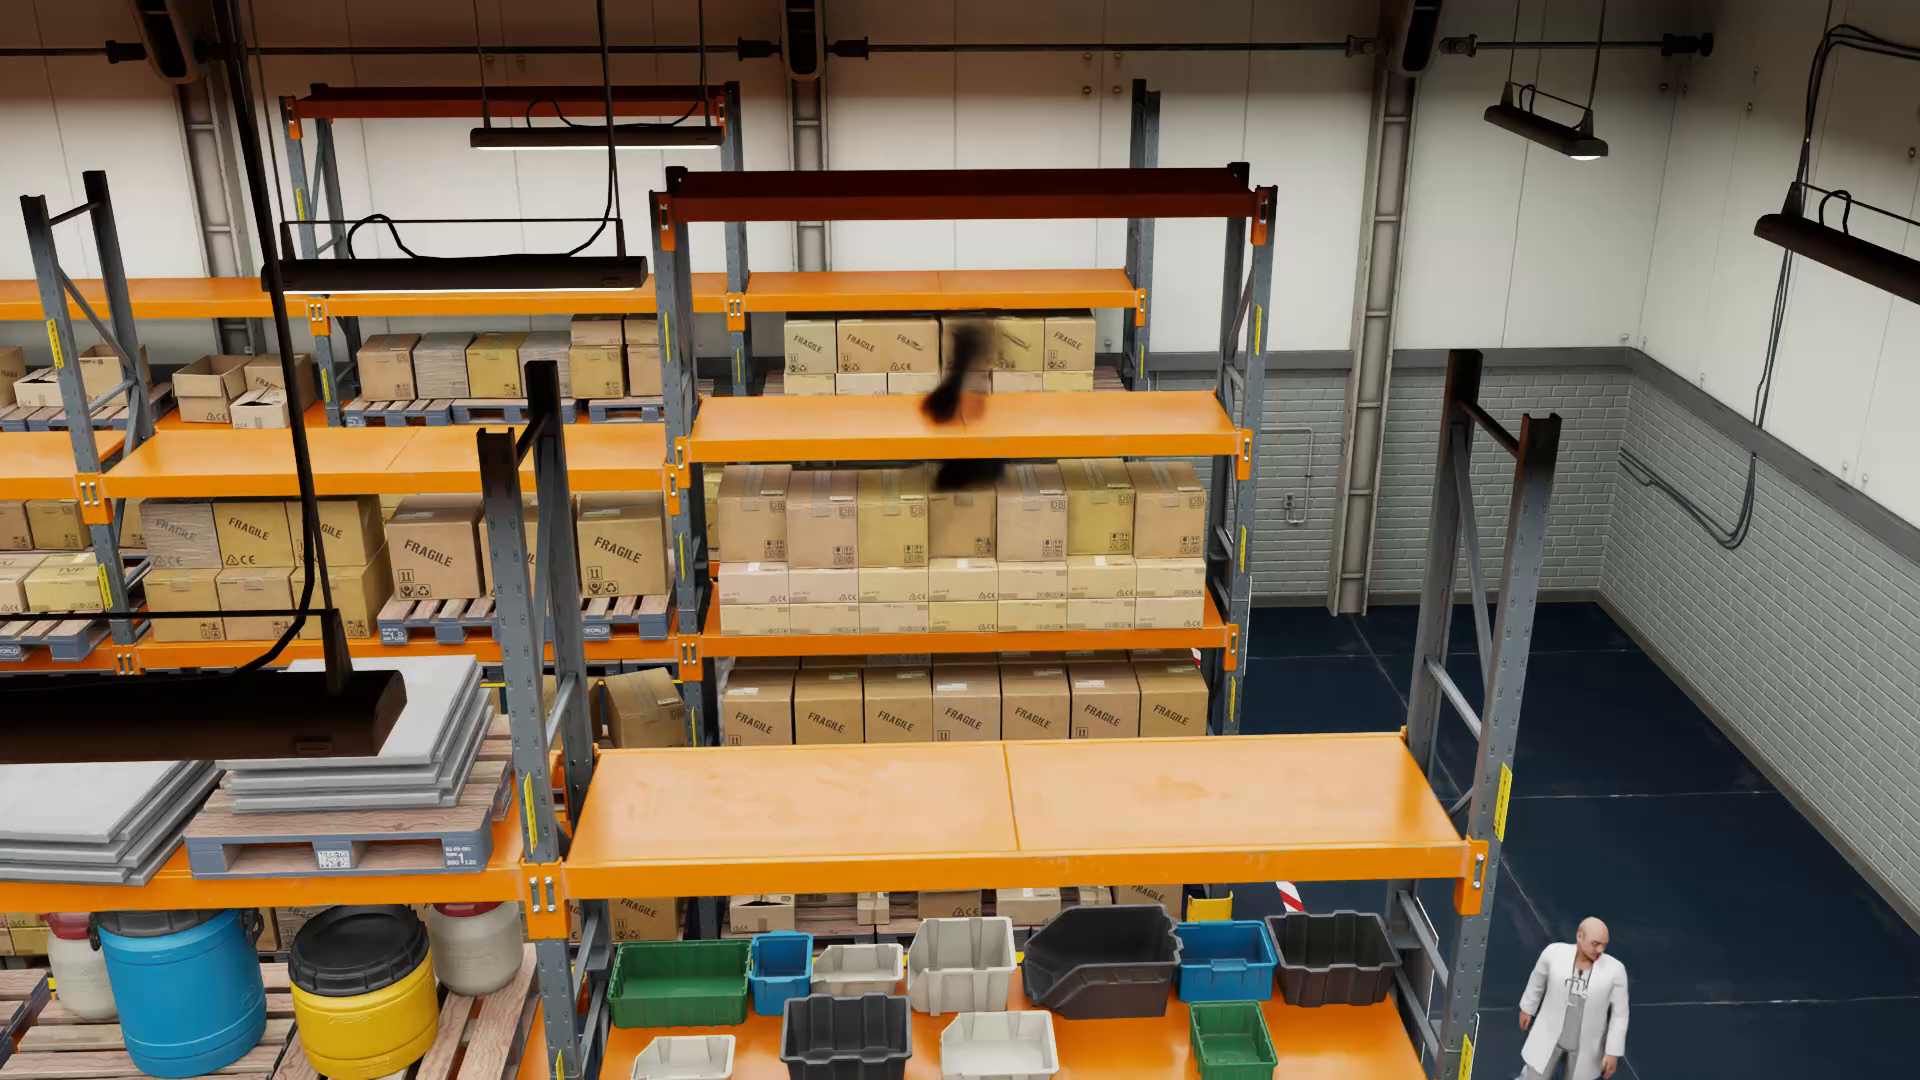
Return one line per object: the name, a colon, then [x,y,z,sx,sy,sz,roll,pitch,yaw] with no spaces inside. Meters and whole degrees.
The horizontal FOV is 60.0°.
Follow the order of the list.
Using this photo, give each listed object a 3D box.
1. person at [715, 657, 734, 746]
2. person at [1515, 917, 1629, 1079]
person: [-2.190,1.370,15.461,0.888,1.749,0.744,-14,26,-31]
person: [3.982,3.208,10.908,0.709,1.791,0.614,9,24,21]
